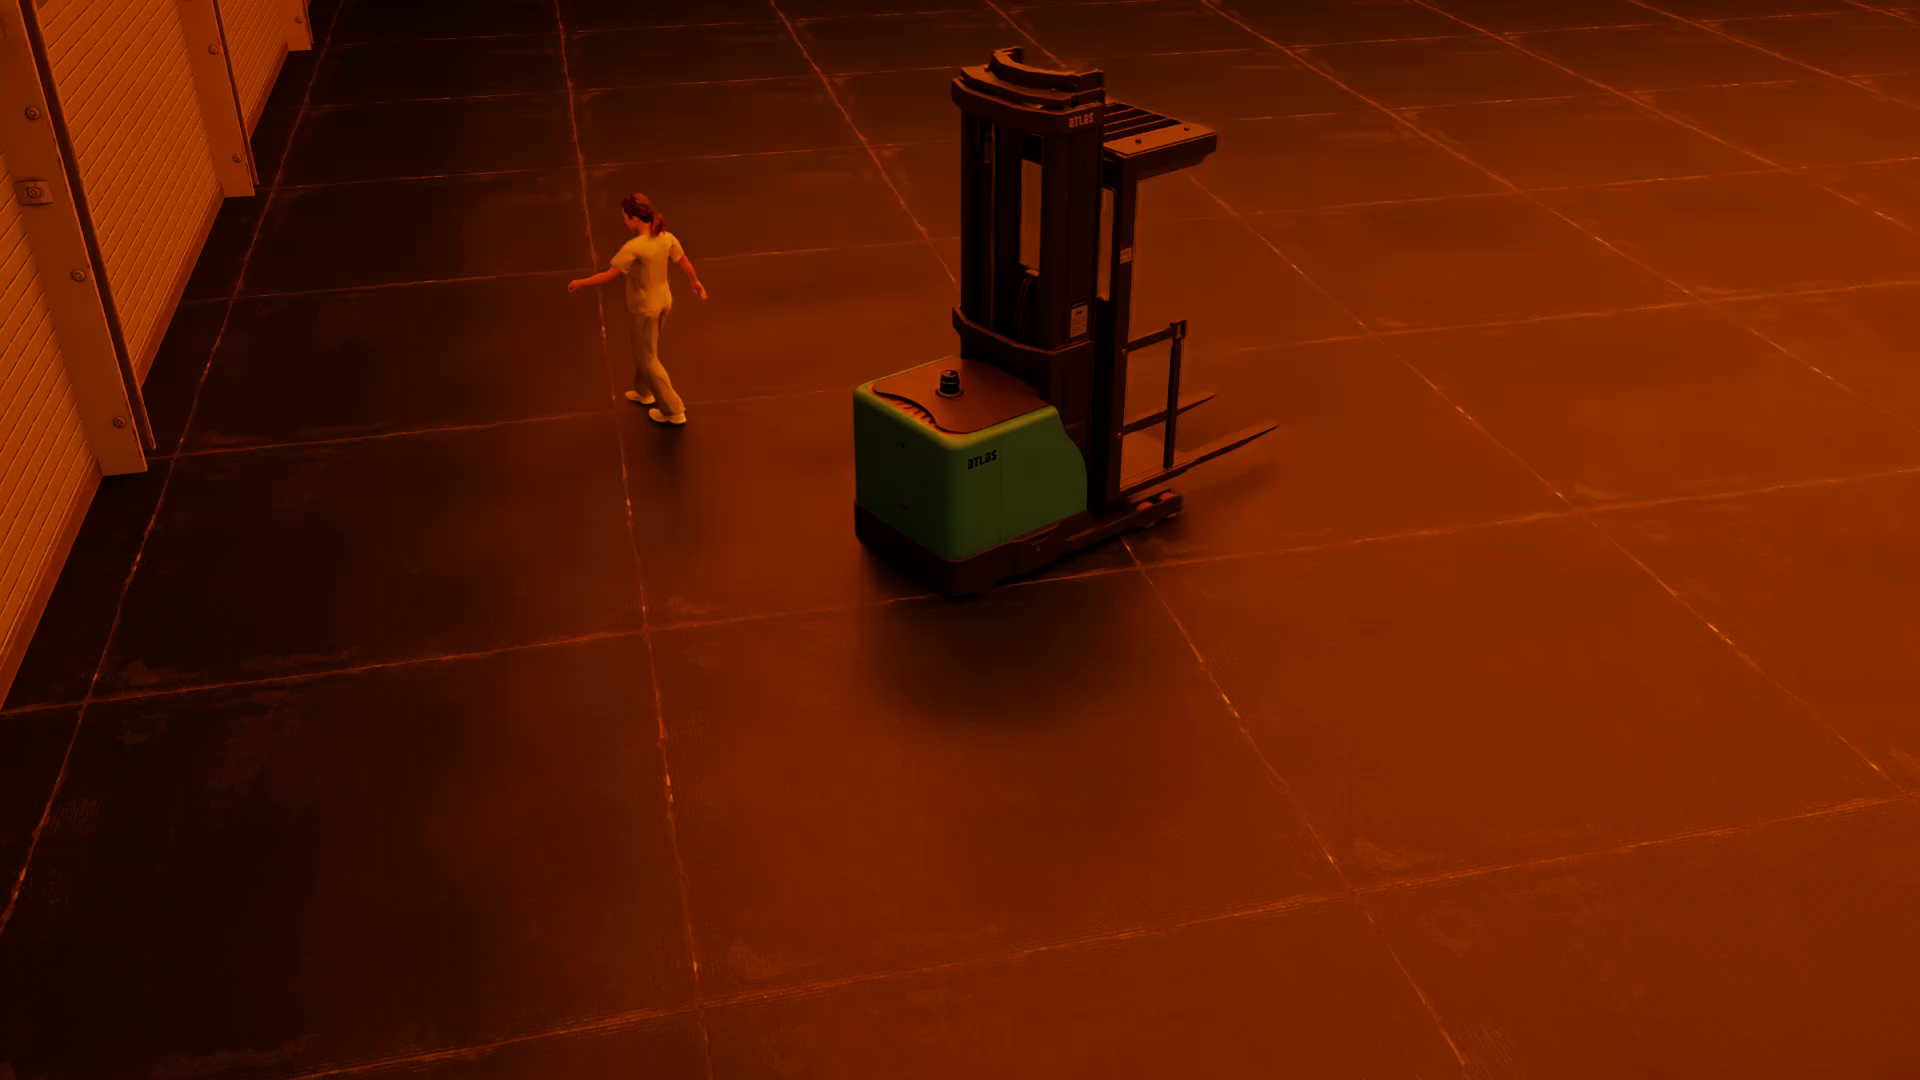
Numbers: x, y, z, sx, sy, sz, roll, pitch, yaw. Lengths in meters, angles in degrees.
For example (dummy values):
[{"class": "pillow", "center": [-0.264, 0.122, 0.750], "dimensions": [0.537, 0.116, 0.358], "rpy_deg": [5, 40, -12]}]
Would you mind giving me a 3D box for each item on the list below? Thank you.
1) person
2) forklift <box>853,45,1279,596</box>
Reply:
[{"class": "person", "center": [-2.223, -1.662, 11.749], "dimensions": [0.716, 1.663, 0.870], "rpy_deg": [17, 34, 26]}, {"class": "forklift", "center": [0.809, -1.532, 10.221], "dimensions": [3.031, 2.935, 1.130], "rpy_deg": [-22, 37, -33]}]
